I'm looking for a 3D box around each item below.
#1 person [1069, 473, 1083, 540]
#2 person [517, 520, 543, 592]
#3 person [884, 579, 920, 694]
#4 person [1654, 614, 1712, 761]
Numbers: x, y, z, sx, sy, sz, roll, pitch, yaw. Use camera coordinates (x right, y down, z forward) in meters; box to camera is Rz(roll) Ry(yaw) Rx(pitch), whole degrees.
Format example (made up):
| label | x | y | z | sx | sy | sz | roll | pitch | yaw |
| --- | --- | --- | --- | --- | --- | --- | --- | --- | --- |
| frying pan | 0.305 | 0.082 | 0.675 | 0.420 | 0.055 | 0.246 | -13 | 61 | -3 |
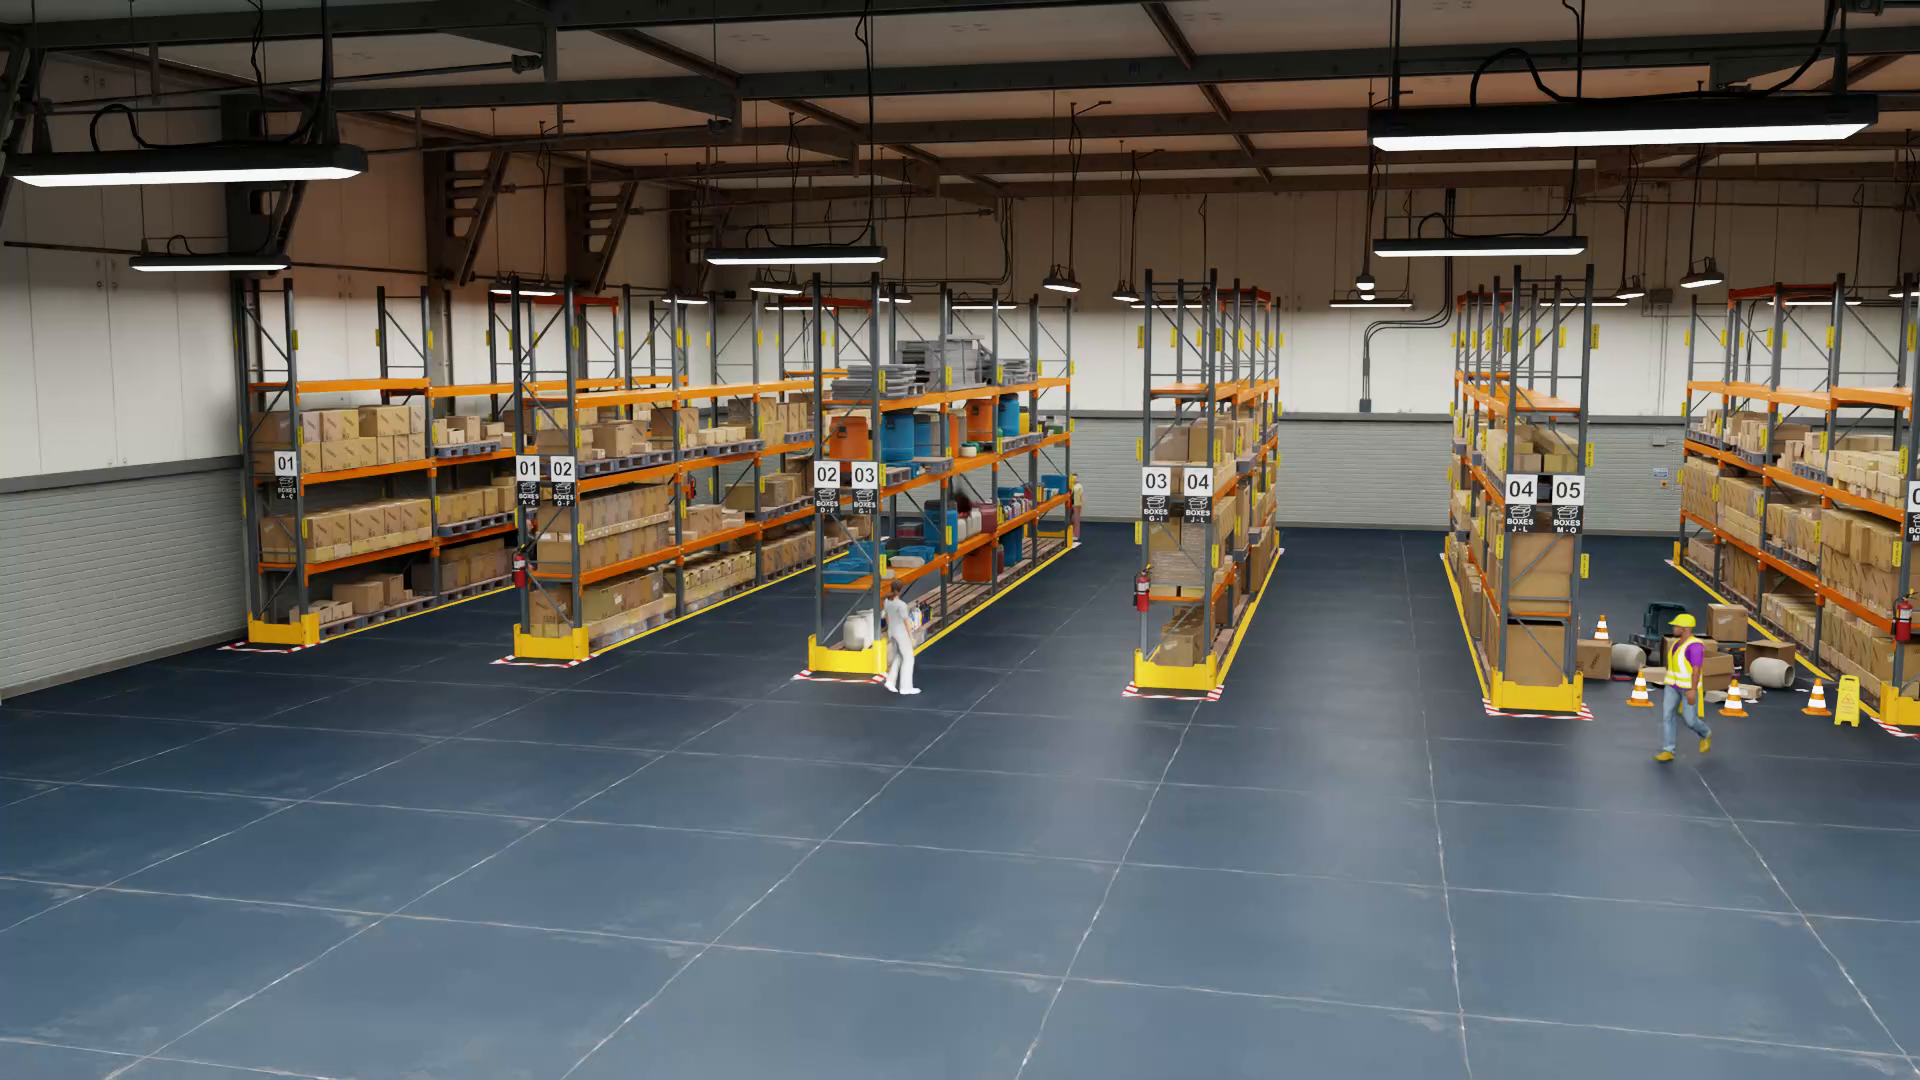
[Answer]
| label | x | y | z | sx | sy | sz | roll | pitch | yaw |
| --- | --- | --- | --- | --- | --- | --- | --- | --- | --- |
| person | 2.871 | -0.846 | 41.824 | 0.443 | 1.669 | 0.529 | 4 | 8 | 32 |
| person | -7.878 | 0.497 | 30.606 | 0.548 | 1.753 | 0.600 | 5 | 8 | 36 |
| person | -0.850 | 1.378 | 23.612 | 0.520 | 1.685 | 0.511 | -5 | 9 | -36 |
| person | 8.668 | 1.753 | 19.836 | 0.794 | 1.755 | 0.499 | -5 | 8 | -36 |
